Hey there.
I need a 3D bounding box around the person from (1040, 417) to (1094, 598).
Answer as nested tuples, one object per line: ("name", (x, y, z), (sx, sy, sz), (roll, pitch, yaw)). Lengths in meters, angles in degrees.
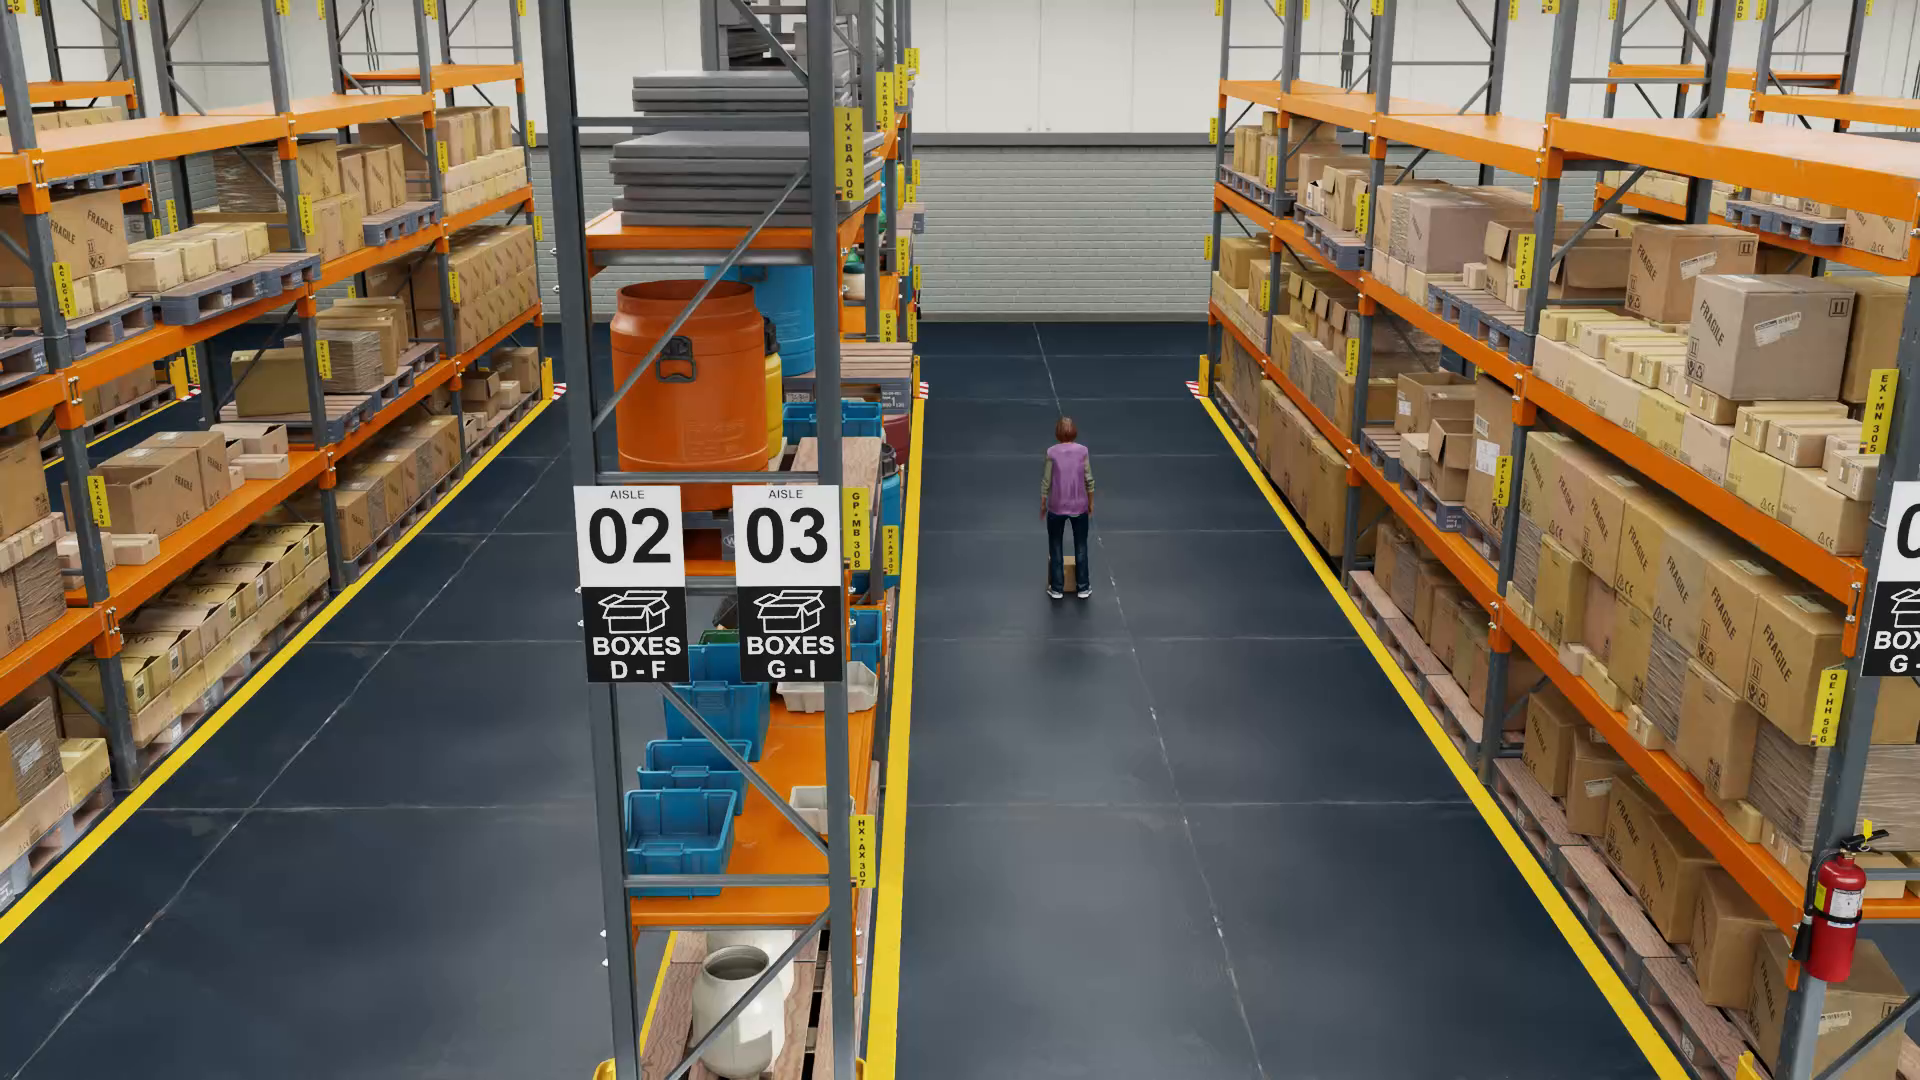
("person", (0.933, -0.270, 14.426), (0.480, 1.593, 0.344), (-1, 17, -3))
